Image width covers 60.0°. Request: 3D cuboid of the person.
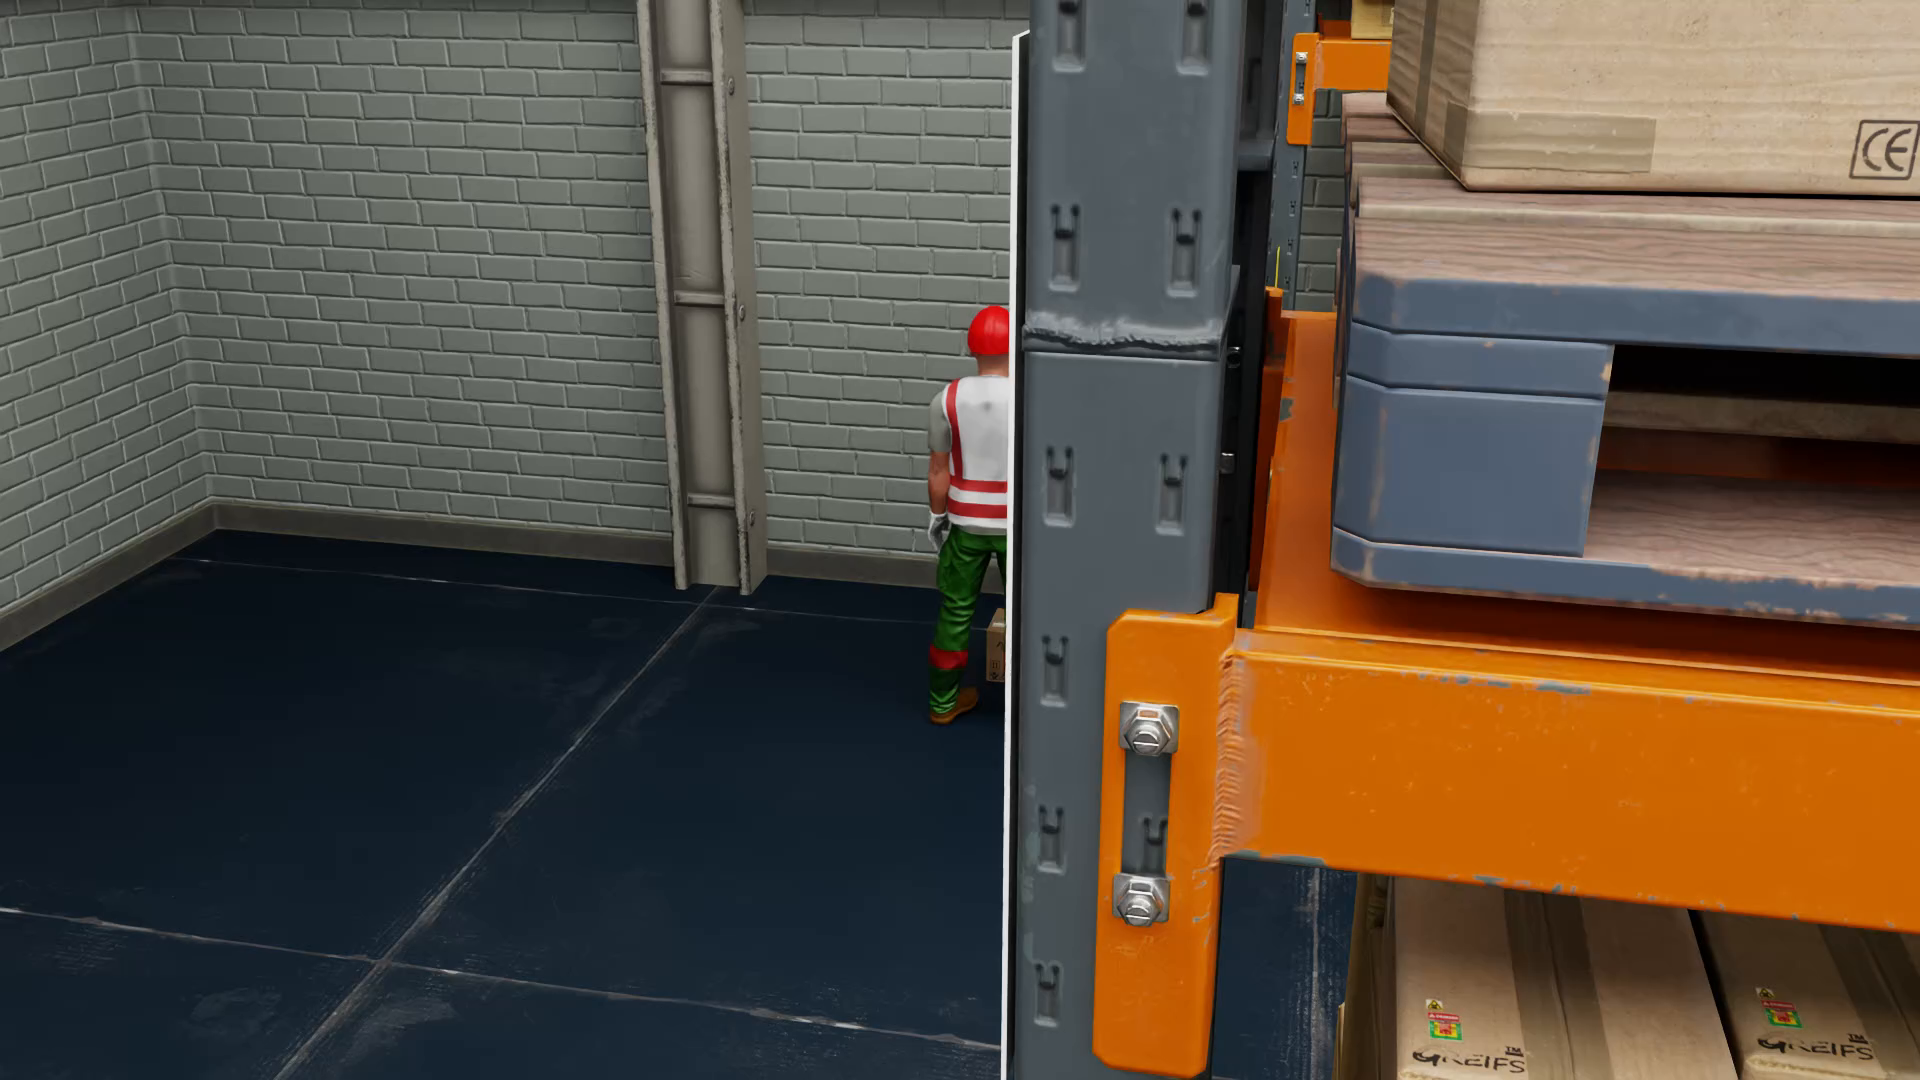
[{"bbox_3d":[0.144,-0.076,6.729,0.557,1.790,0.365,5,22,14],"label":"person"}]
